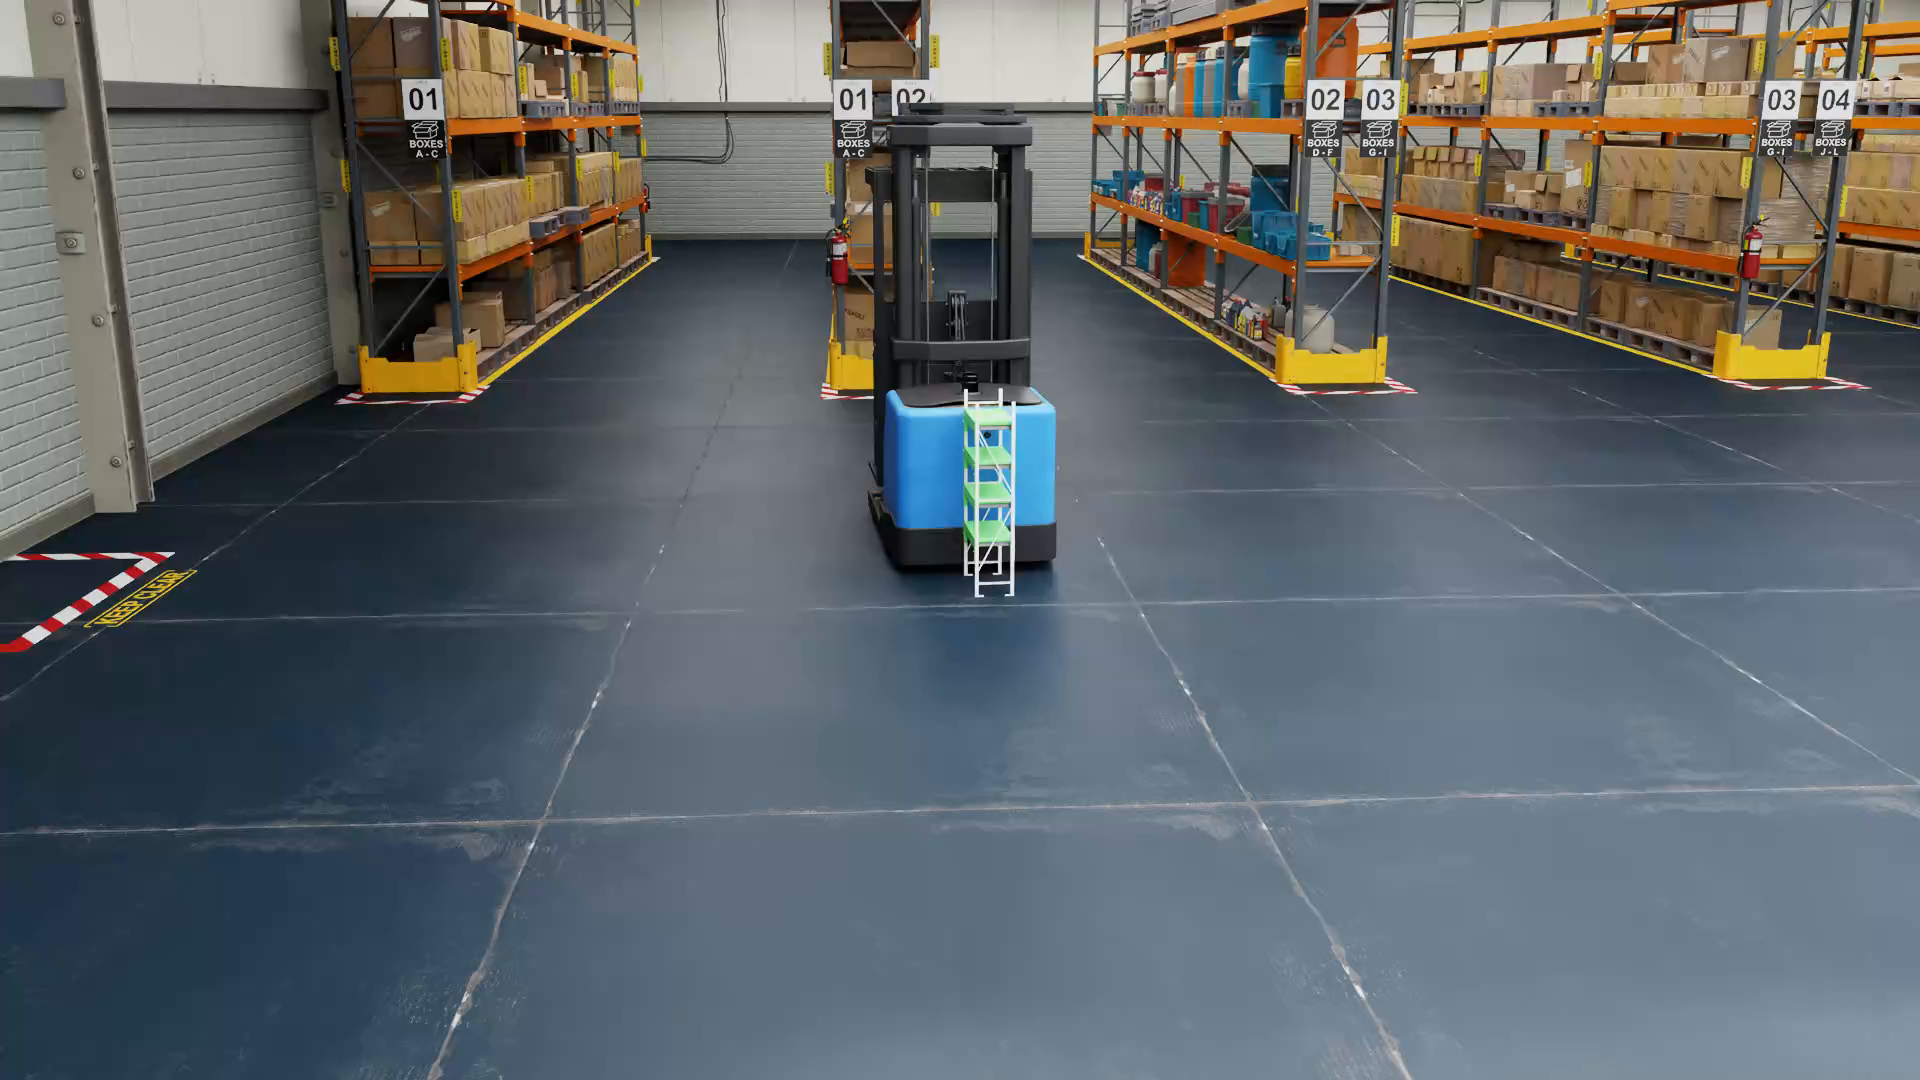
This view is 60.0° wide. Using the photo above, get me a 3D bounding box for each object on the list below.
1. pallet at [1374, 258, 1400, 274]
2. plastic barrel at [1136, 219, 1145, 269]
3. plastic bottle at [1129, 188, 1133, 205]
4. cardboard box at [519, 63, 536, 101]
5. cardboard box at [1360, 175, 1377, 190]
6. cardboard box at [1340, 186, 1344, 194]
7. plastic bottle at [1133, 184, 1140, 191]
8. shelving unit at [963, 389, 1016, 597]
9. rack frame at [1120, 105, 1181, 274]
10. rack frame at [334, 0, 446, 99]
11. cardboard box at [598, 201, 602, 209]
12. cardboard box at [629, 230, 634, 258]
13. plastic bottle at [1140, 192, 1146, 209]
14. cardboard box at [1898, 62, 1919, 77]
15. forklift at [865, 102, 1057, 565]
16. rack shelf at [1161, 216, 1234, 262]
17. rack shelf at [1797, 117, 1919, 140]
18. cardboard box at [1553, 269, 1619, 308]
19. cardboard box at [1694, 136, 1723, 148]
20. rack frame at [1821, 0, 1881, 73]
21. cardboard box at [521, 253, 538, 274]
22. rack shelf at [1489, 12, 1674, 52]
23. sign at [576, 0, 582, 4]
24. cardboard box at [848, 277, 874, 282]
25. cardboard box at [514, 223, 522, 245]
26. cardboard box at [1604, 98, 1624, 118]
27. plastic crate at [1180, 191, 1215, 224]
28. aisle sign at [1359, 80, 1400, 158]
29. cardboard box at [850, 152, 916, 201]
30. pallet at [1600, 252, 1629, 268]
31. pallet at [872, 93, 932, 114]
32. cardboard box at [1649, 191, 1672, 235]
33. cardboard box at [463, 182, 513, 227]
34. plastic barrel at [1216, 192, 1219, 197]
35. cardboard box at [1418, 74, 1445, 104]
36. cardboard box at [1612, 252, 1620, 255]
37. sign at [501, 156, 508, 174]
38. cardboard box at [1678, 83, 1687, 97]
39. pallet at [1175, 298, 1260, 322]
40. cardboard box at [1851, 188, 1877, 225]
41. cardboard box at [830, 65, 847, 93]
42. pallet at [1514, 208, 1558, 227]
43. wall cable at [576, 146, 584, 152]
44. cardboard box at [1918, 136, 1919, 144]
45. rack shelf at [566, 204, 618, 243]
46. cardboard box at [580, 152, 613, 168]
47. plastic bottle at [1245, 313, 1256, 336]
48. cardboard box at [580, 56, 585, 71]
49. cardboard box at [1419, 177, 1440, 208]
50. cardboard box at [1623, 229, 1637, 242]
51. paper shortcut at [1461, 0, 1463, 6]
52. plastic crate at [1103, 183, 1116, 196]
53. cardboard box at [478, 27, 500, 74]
[{"bbox_3d":[8.359,-5.092,30.892,1.003,0.211,1.213,-1,14,-3],"label":"pallet"},{"bbox_3d":[3.402,-5.227,29.190,0.600,0.901,0.708,-1,14,-3],"label":"plastic barrel"},{"bbox_3d":[2.990,-5.988,29.014,0.061,0.283,0.133,-1,14,-3],"label":"plastic bottle"},{"bbox_3d":[-6.038,-6.181,22.468,0.500,0.500,0.500,-1,14,-5],"label":"cardboard box"},{"bbox_3d":[7.945,-6.811,31.681,0.500,0.250,0.500,-1,14,-5],"label":"cardboard box"},{"bbox_3d":[7.791,-6.968,33.092,0.380,0.149,0.250,-1,14,-4],"label":"cardboard box"},{"bbox_3d":[3.086,-6.049,29.115,0.144,0.351,0.185,-1,14,-3],"label":"plastic bottle"},{"bbox_3d":[0.178,-0.297,10.273,0.258,1.200,0.503,-2,15,-7],"label":"shelving unit"},{"bbox_3d":[3.385,-6.175,29.508,1.000,3.000,0.127,-1,14,-3],"label":"rack frame"},{"bbox_3d":[-5.760,-5.943,16.567,1.000,3.000,0.127,-1,14,-3],"label":"rack frame"},{"bbox_3d":[-6.165,-5.577,27.645,0.380,0.149,0.250,-1,14,-3],"label":"cardboard box"},{"bbox_3d":[-6.545,-5.588,31.399,0.700,0.500,0.500,-1,14,-5],"label":"cardboard box"},{"bbox_3d":[3.105,-5.706,27.934,0.152,0.276,0.135,-1,14,-3],"label":"plastic bottle"},{"bbox_3d":[13.920,-6.633,24.024,0.500,0.500,0.500,-1,14,-3],"label":"cardboard box"},{"bbox_3d":[-0.084,-1.575,11.766,1.130,2.935,3.031,-2,15,-7],"label":"forklift"},{"bbox_3d":[3.757,-4.335,23.798,1.077,0.370,4.000,-1,14,-3],"label":"rack shelf"},{"bbox_3d":[13.657,-5.915,23.921,1.077,0.370,4.000,-1,14,-3],"label":"rack shelf"},{"bbox_3d":[8.797,-3.537,23.386,0.700,0.500,0.500,-1,14,-4],"label":"cardboard box"},{"bbox_3d":[13.500,-7.096,30.282,0.500,0.500,0.500,-1,14,-2],"label":"cardboard box"},{"bbox_3d":[17.972,-10.305,33.519,1.000,3.000,0.127,-1,14,-3],"label":"rack frame"},{"bbox_3d":[-6.136,-3.820,22.983,0.500,0.250,0.500,-1,14,-5],"label":"cardboard box"},{"bbox_3d":[8.700,-7.123,23.398,1.077,0.370,4.000,-1,14,-3],"label":"rack shelf"},{"bbox_3d":[-7.305,-10.445,31.869,0.100,0.325,0.005,-1,14,-3],"label":"sign"},{"bbox_3d":[-1.252,-2.852,19.762,0.500,0.500,0.500,-1,14,-3],"label":"cardboard box"},{"bbox_3d":[-5.653,-3.733,20.275,0.500,0.250,0.500,-1,14,-3],"label":"cardboard box"},{"bbox_3d":[8.596,-5.526,21.267,0.500,0.250,0.500,-1,15,-6],"label":"cardboard box"},{"bbox_3d":[3.428,-4.805,24.053,0.402,0.464,0.583,-1,14,-3],"label":"plastic crate"},{"bbox_3d":[4.425,-4.437,17.533,0.394,0.787,0.004,-1,14,-3],"label":"aisle sign"},{"bbox_3d":[-0.835,-3.922,17.944,0.700,0.500,0.500,-1,14,-3],"label":"cardboard box"},{"bbox_3d":[13.130,-5.424,32.182,1.003,0.211,1.213,-1,14,-3],"label":"pallet"},{"bbox_3d":[-0.834,-4.702,17.938,1.003,0.211,1.213,-1,14,-3],"label":"pallet"},{"bbox_3d":[8.907,-3.969,20.136,0.875,0.500,0.500,-1,14,-3],"label":"cardboard box"},{"bbox_3d":[-5.612,-3.971,19.696,0.500,0.500,0.500,-1,14,-5],"label":"cardboard box"},{"bbox_3d":[3.936,-4.877,24.239,0.421,0.512,0.421,0,14,0],"label":"plastic barrel"},{"bbox_3d":[8.374,-7.812,28.807,0.700,0.500,0.500,-1,14,-2],"label":"cardboard box"},{"bbox_3d":[12.860,-5.601,32.154,0.380,0.149,0.250,-1,14,-3],"label":"cardboard box"},{"bbox_3d":[-6.809,-5.579,24.866,0.100,0.325,0.005,-1,14,-3],"label":"sign"},{"bbox_3d":[8.699,-5.297,19.577,0.380,0.149,0.250,-2,15,-6],"label":"cardboard box"},{"bbox_3d":[3.715,-3.334,24.062,1.003,0.211,1.213,-1,14,-3],"label":"pallet"},{"bbox_3d":[13.385,-4.865,24.216,0.500,0.500,0.500,-1,14,-4],"label":"cardboard box"},{"bbox_3d":[-1.185,-5.217,18.818,0.500,0.311,0.500,1,14,3],"label":"cardboard box"},{"bbox_3d":[8.740,-4.673,24.052,1.003,0.211,1.213,-1,14,-3],"label":"pallet"},{"bbox_3d":[-7.774,-7.813,33.834,0.084,1.984,1.851,-1,14,-3],"label":"wall cable"},{"bbox_3d":[17.975,-7.391,30.722,0.380,0.149,0.250,-1,14,-2],"label":"cardboard box"},{"bbox_3d":[-6.379,-5.177,27.070,1.077,0.370,4.000,-1,14,-3],"label":"rack shelf"},{"bbox_3d":[-6.219,-6.476,28.332,0.500,0.250,0.500,-1,14,-2],"label":"cardboard box"},{"bbox_3d":[3.580,-2.633,20.322,0.152,0.276,0.135,-1,14,-5],"label":"plastic bottle"},{"bbox_3d":[-6.779,-8.188,29.062,0.500,0.500,0.500,-1,14,-4],"label":"cardboard box"},{"bbox_3d":[8.170,-5.933,28.364,0.500,0.500,0.500,-1,14,-5],"label":"cardboard box"},{"bbox_3d":[8.582,-3.834,20.910,0.380,0.149,0.250,-1,14,-3],"label":"cardboard box"},{"bbox_3d":[7.970,-8.550,26.419,0.009,0.170,0.078,9,-17,-6],"label":"paper shortcut"},{"bbox_3d":[2.924,-6.650,31.567,0.416,0.233,0.300,-1,14,-3],"label":"plastic crate"},{"bbox_3d":[-5.618,-5.642,19.166,0.500,0.500,0.500,-1,14,-5],"label":"cardboard box"}]
